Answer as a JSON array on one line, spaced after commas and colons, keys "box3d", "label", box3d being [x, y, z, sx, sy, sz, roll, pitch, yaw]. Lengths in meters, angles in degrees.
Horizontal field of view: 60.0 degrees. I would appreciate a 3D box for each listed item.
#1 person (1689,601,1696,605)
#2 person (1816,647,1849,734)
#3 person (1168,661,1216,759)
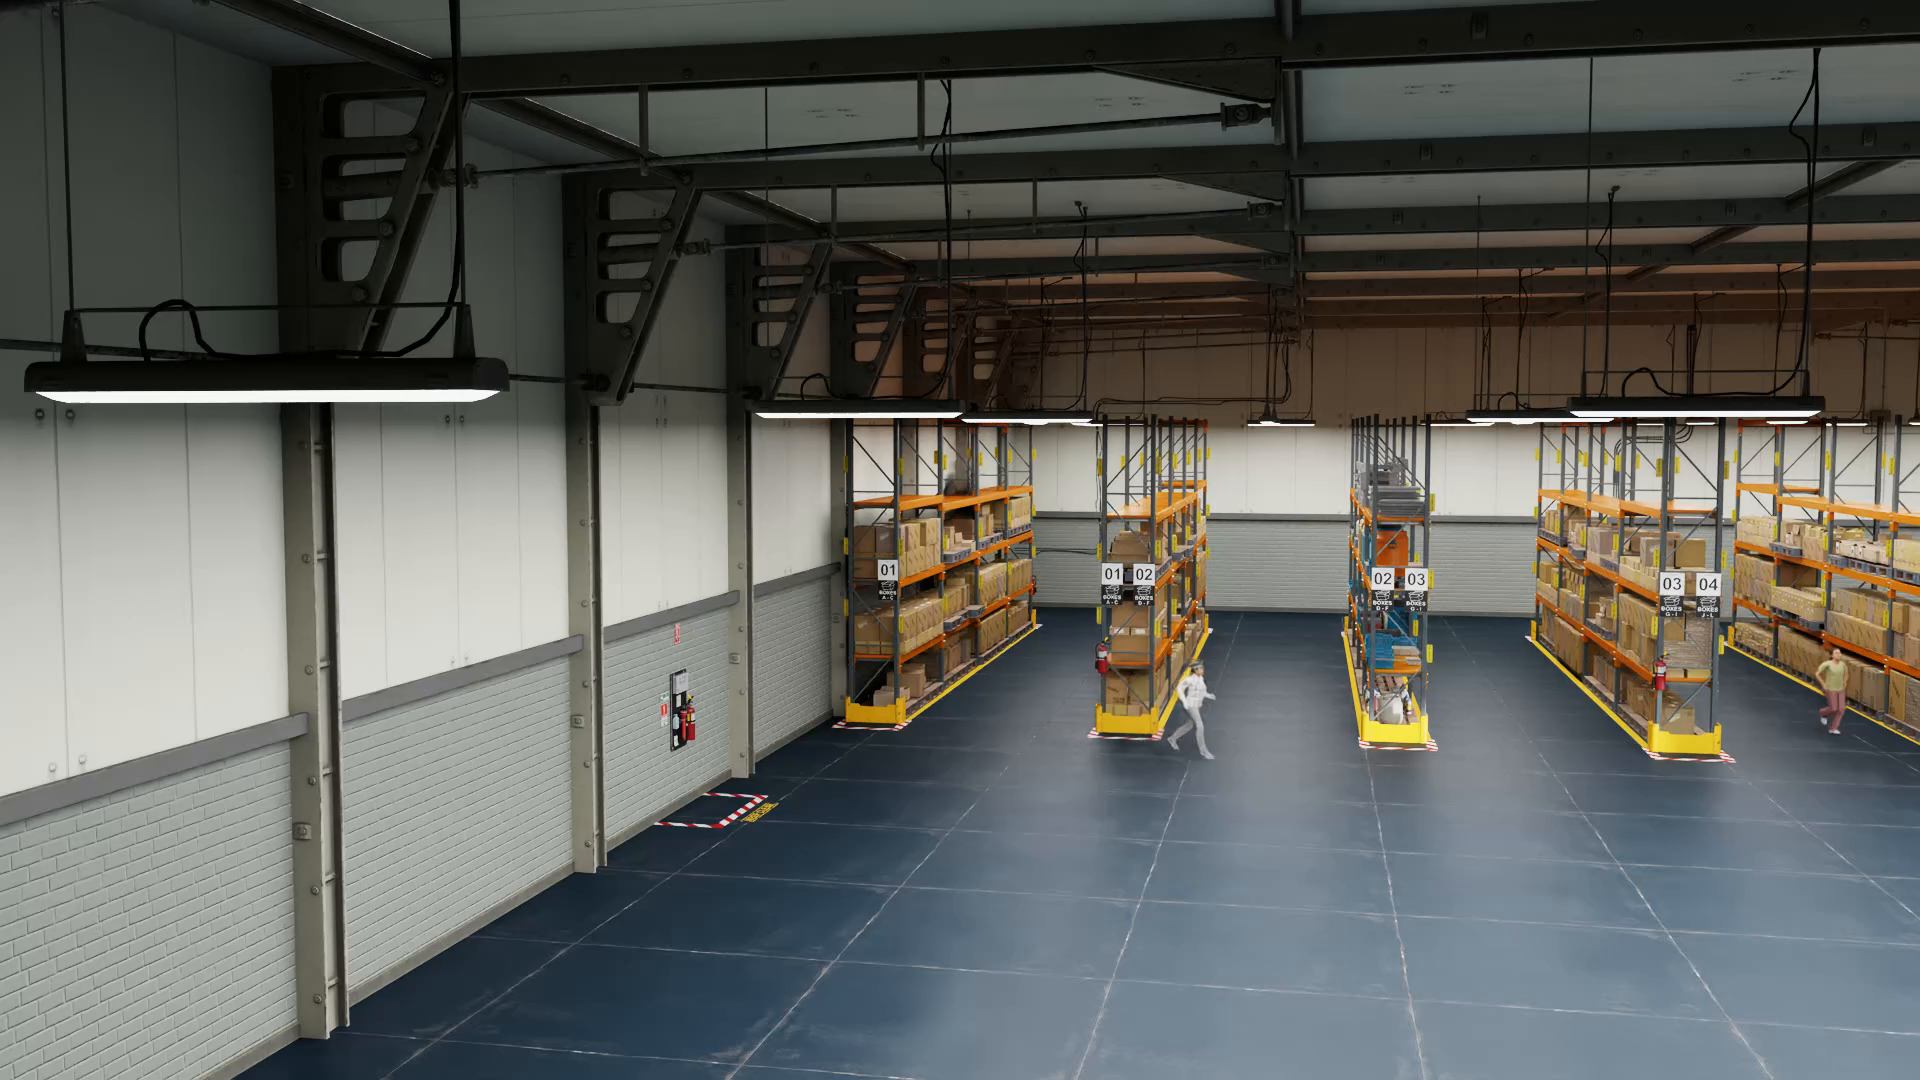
[{"box3d": [19.036, 2.029, 43.434, 0.697, 1.710, 0.700, 1, 4, 20], "label": "person"}, {"box3d": [16.456, 2.823, 31.327, 0.596, 1.624, 0.597, 0, 4, -2], "label": "person"}, {"box3d": [4.050, 2.941, 29.142, 0.942, 1.698, 0.569, 2, 4, 32], "label": "person"}]
